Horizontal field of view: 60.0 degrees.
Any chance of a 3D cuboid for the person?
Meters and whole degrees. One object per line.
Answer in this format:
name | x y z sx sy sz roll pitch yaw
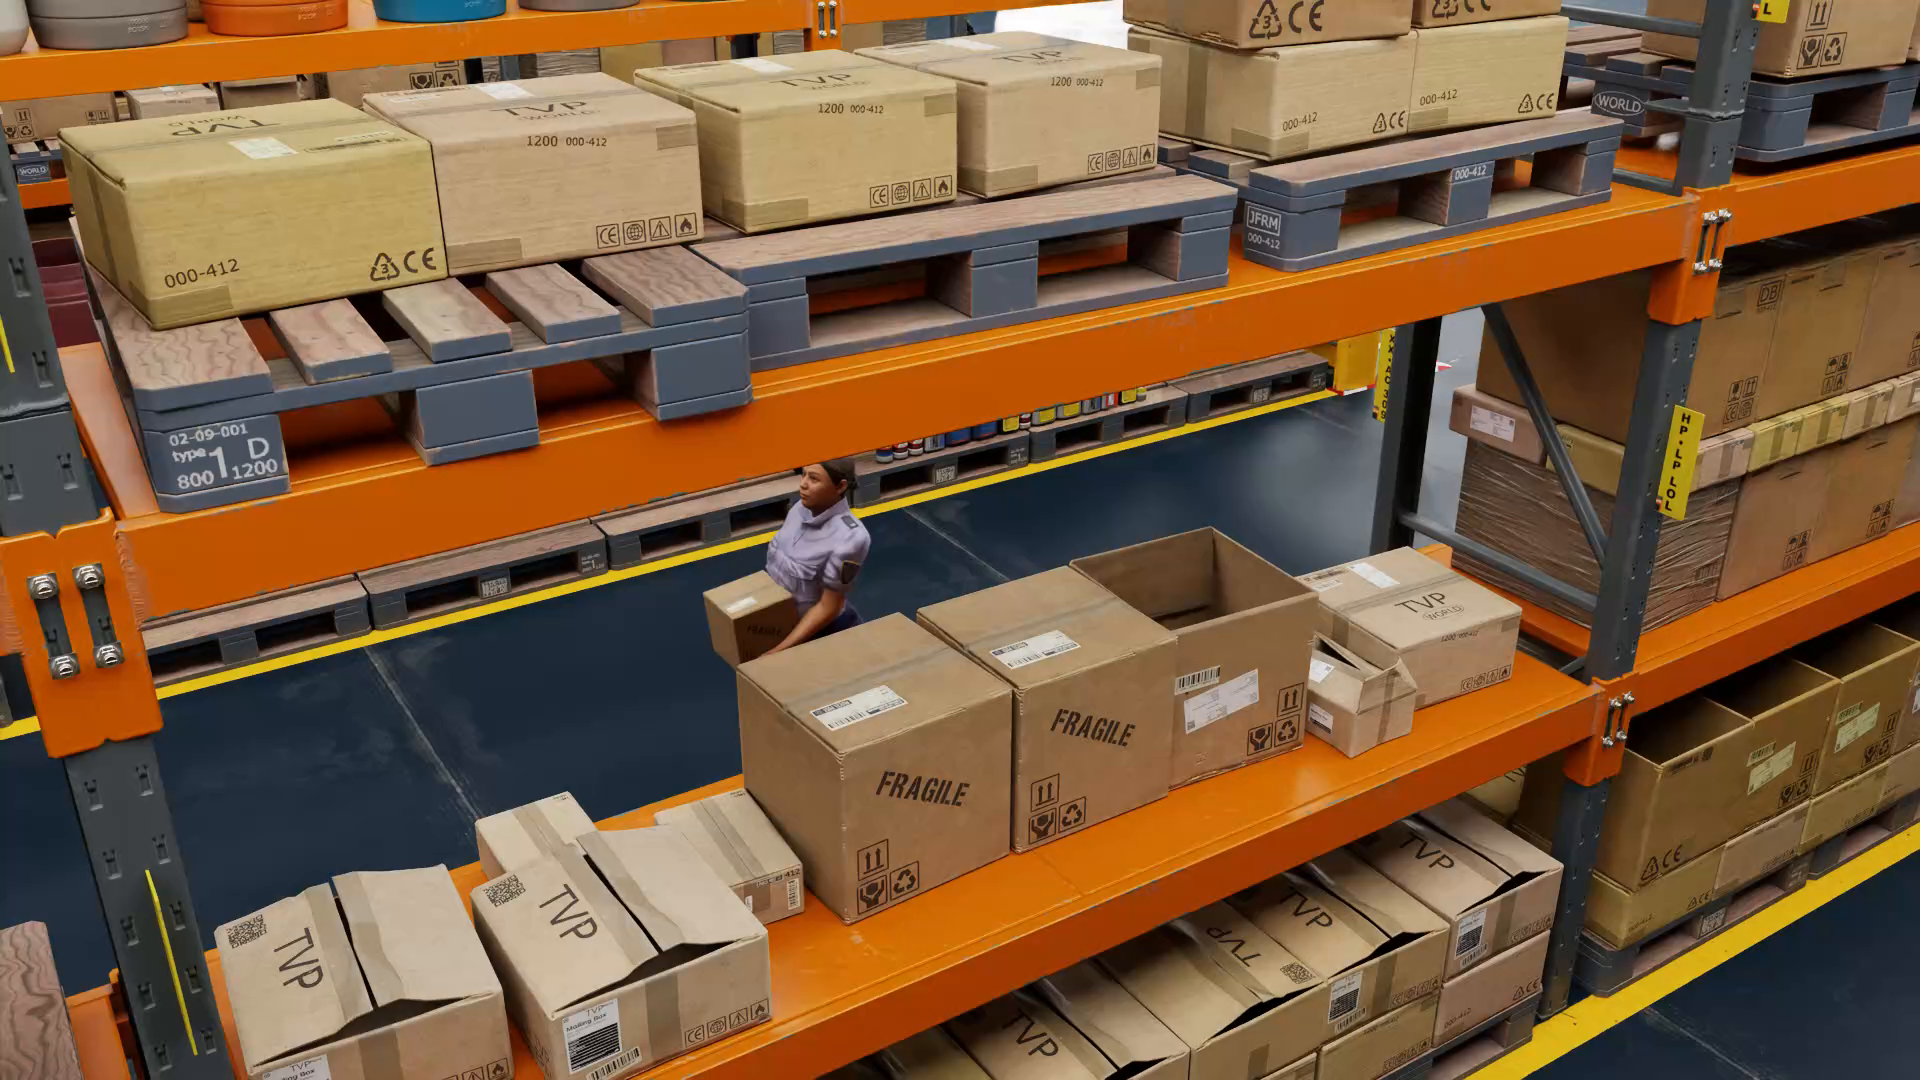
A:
person | -0.596 0.424 6.242 0.518 1.634 0.452 -15 29 -29
